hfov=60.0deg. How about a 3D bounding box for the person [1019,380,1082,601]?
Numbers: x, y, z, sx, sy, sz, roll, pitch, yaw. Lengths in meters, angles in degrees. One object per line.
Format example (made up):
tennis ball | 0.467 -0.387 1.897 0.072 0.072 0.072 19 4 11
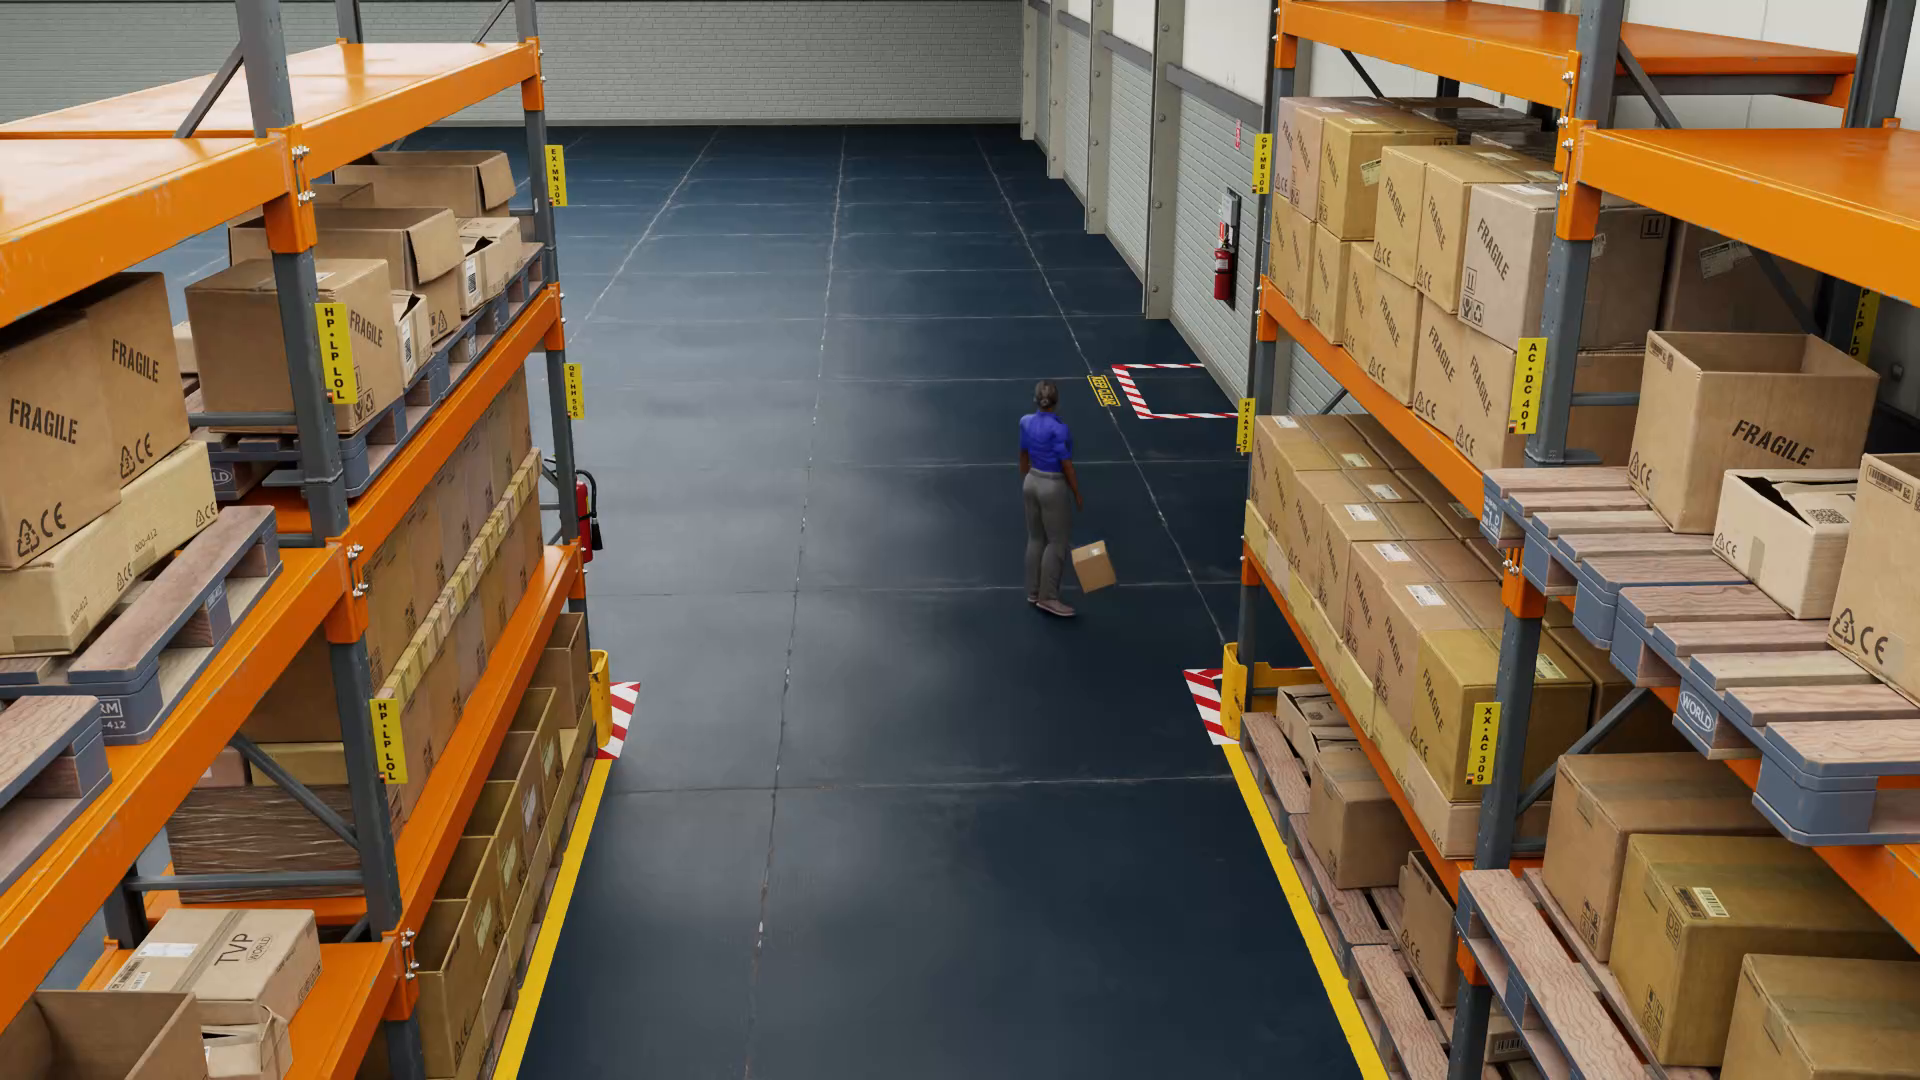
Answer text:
person | 0.614 -0.368 11.923 0.391 1.589 0.481 -18 27 -40
